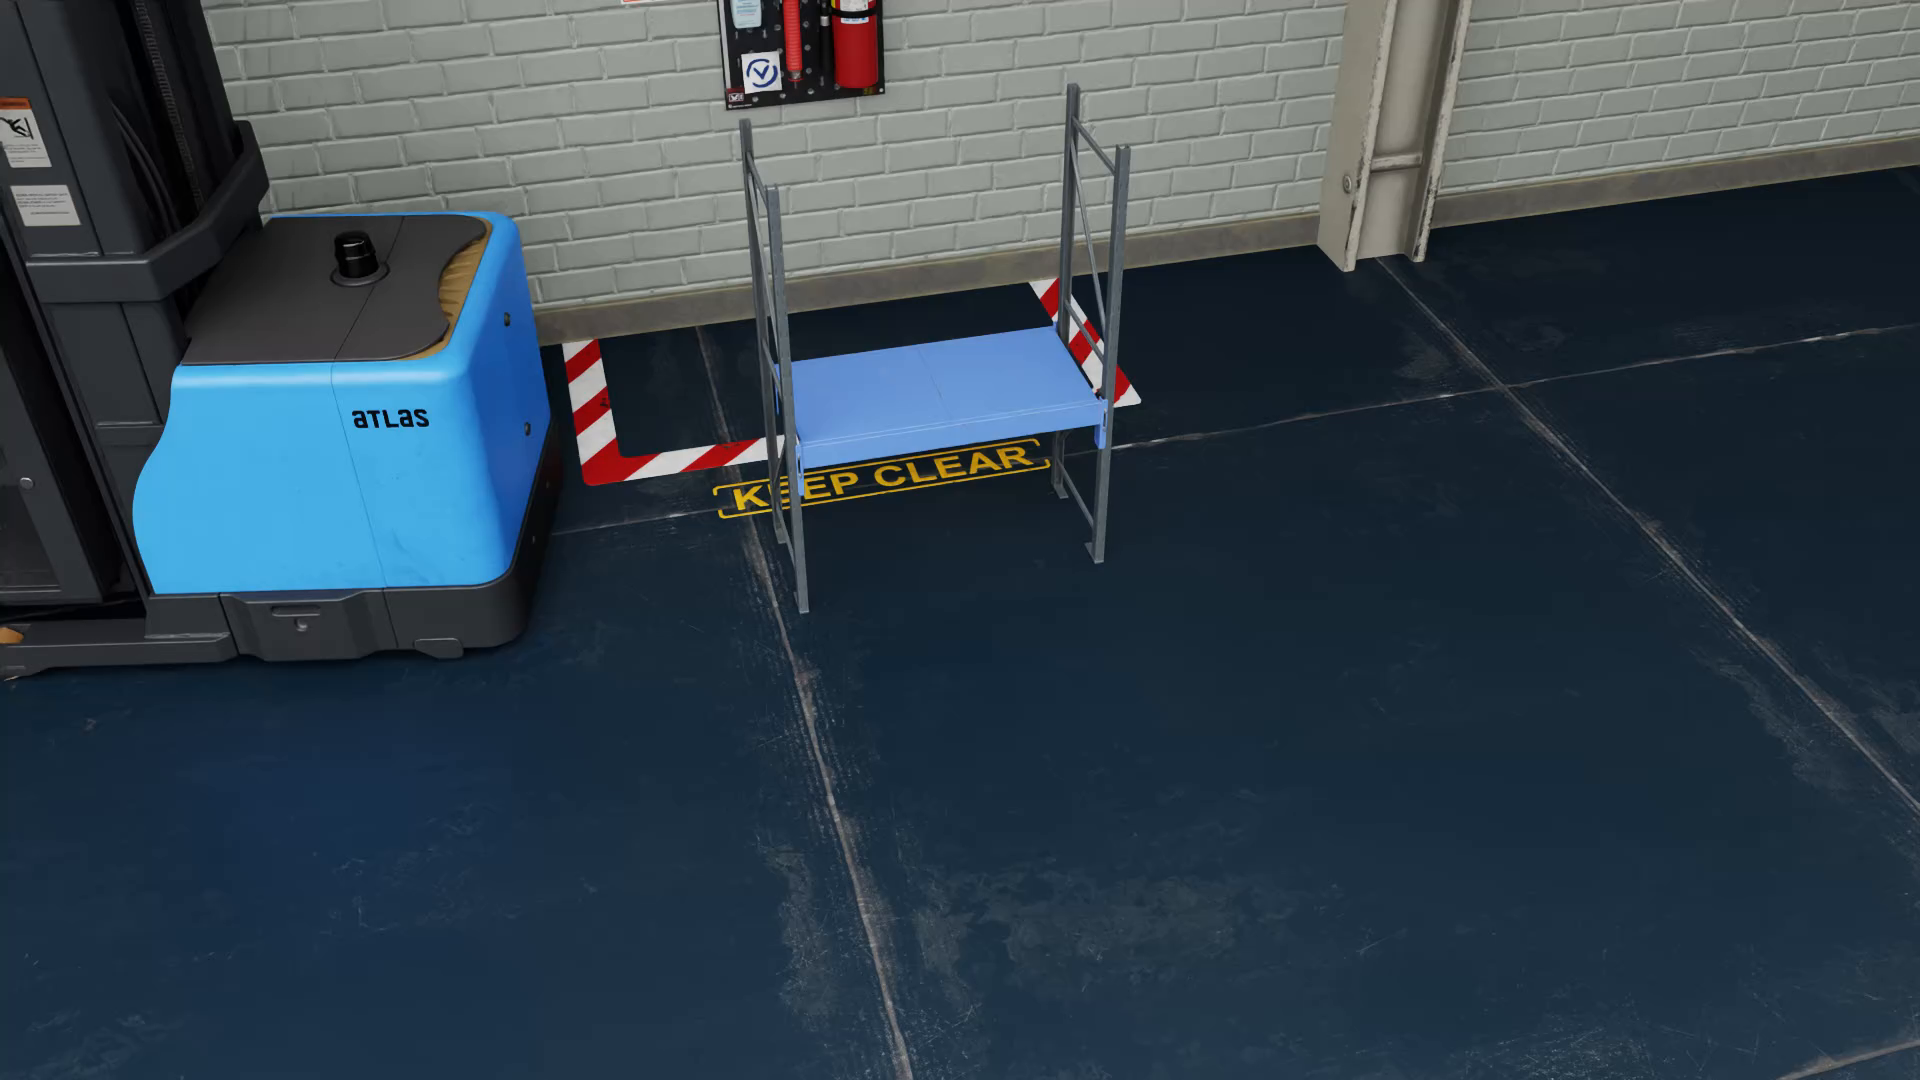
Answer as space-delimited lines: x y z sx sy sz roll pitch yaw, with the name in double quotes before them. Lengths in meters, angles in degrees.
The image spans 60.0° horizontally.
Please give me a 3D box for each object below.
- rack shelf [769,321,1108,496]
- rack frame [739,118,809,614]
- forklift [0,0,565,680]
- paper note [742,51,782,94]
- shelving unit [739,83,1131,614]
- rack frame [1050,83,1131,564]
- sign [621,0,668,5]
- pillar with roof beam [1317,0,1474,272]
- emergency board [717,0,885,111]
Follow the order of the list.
"rack shelf" -0.082 -0.439 5.386 1.000 0.185 0.538 -9 38 -12
"rack frame" -0.573 -0.502 5.171 0.032 1.500 0.500 -9 38 -12
"forklift" -2.908 -1.052 4.713 3.031 2.935 1.130 -2 37 -2
"paper note" -0.755 -1.782 6.335 0.142 0.148 0.016 -9 38 -12
"shelving unit" -0.082 -0.582 5.277 1.048 1.500 0.538 -9 38 -12
"rack frame" 0.408 -0.663 5.382 0.032 1.500 0.500 -9 38 -12
"sign" -1.126 -2.106 6.005 0.234 0.329 0.001 -9 38 -12
"pillar with roof beam" 2.952 -2.346 1.410 0.400 9.000 9.100 -9 38 -12
"emergency board" -0.566 -2.119 6.051 0.643 1.169 0.194 -9 38 -12
